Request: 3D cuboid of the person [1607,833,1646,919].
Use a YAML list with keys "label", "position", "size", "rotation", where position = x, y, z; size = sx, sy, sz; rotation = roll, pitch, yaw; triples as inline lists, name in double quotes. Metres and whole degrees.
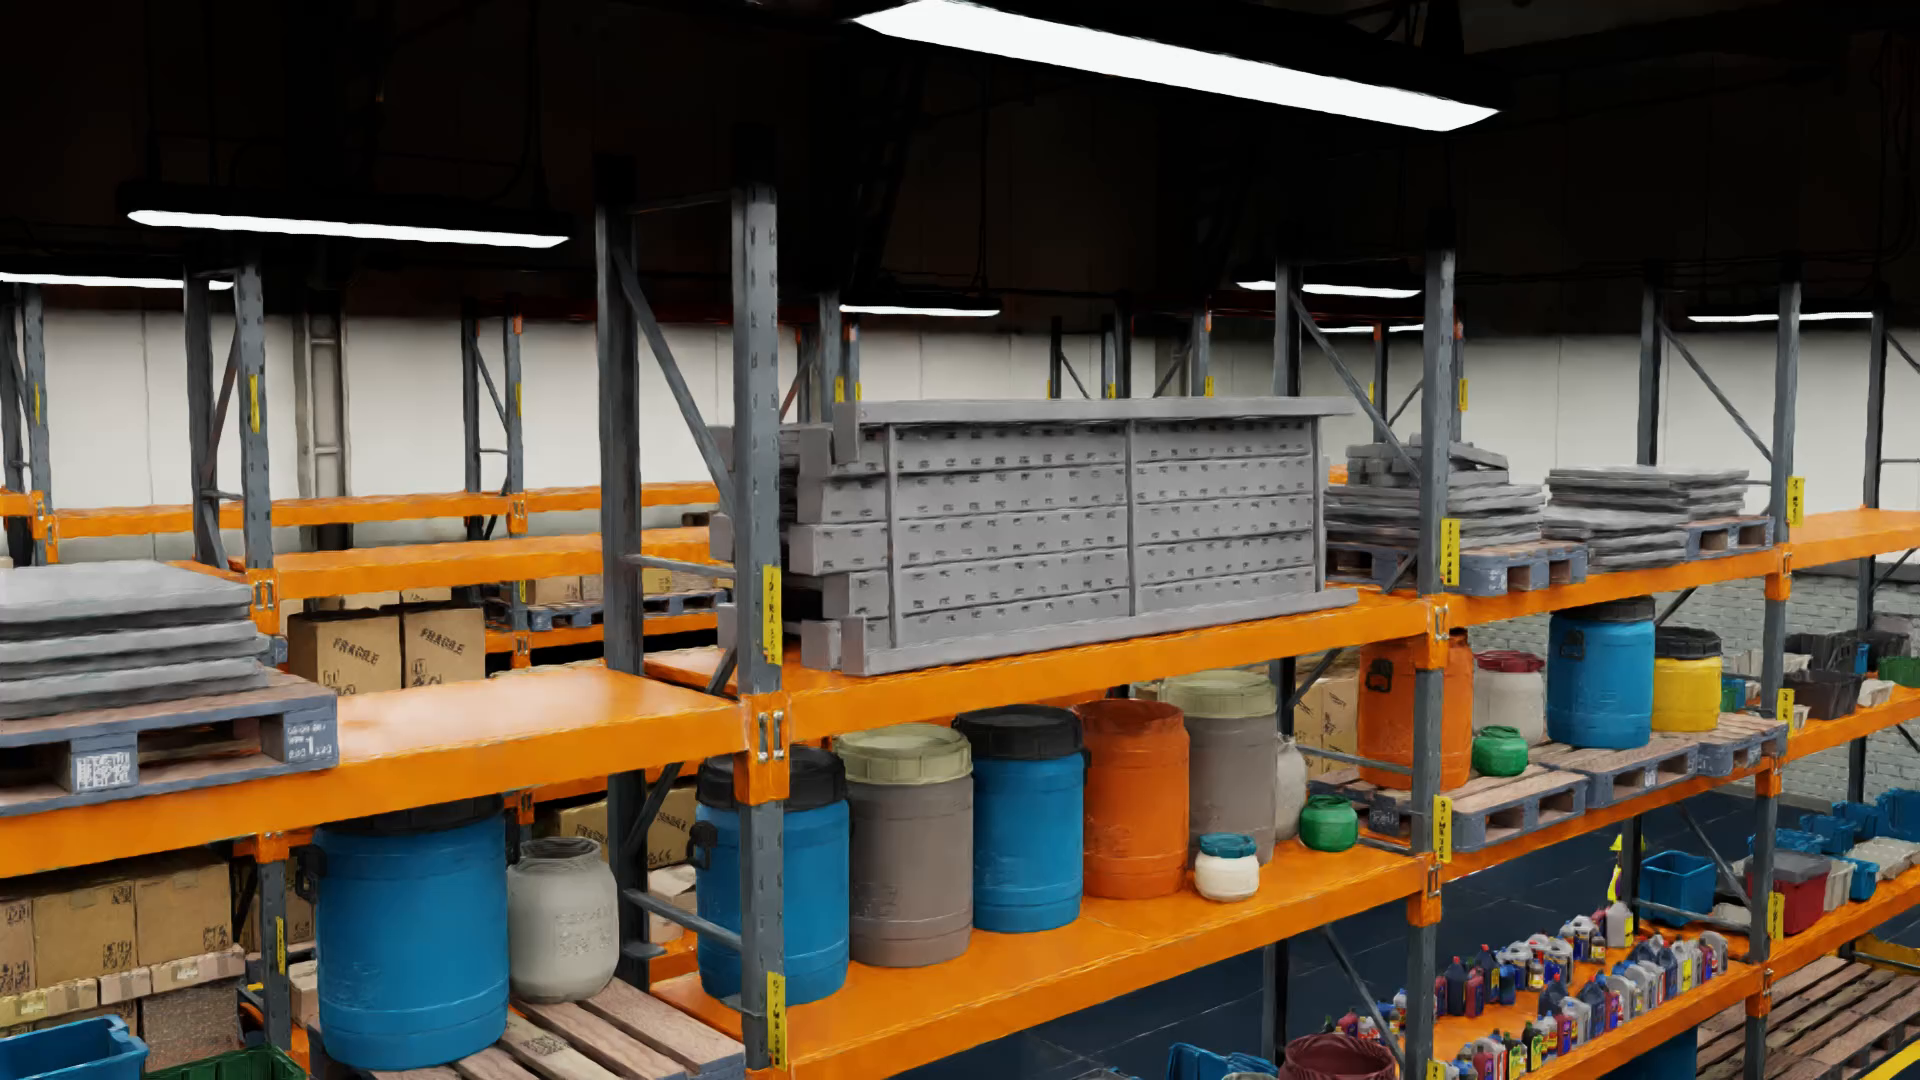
- label: "person"
  position: [5.198, 3.097, 12.873]
  size: [0.955, 1.723, 0.620]
  rotation: [-2, 6, -17]
